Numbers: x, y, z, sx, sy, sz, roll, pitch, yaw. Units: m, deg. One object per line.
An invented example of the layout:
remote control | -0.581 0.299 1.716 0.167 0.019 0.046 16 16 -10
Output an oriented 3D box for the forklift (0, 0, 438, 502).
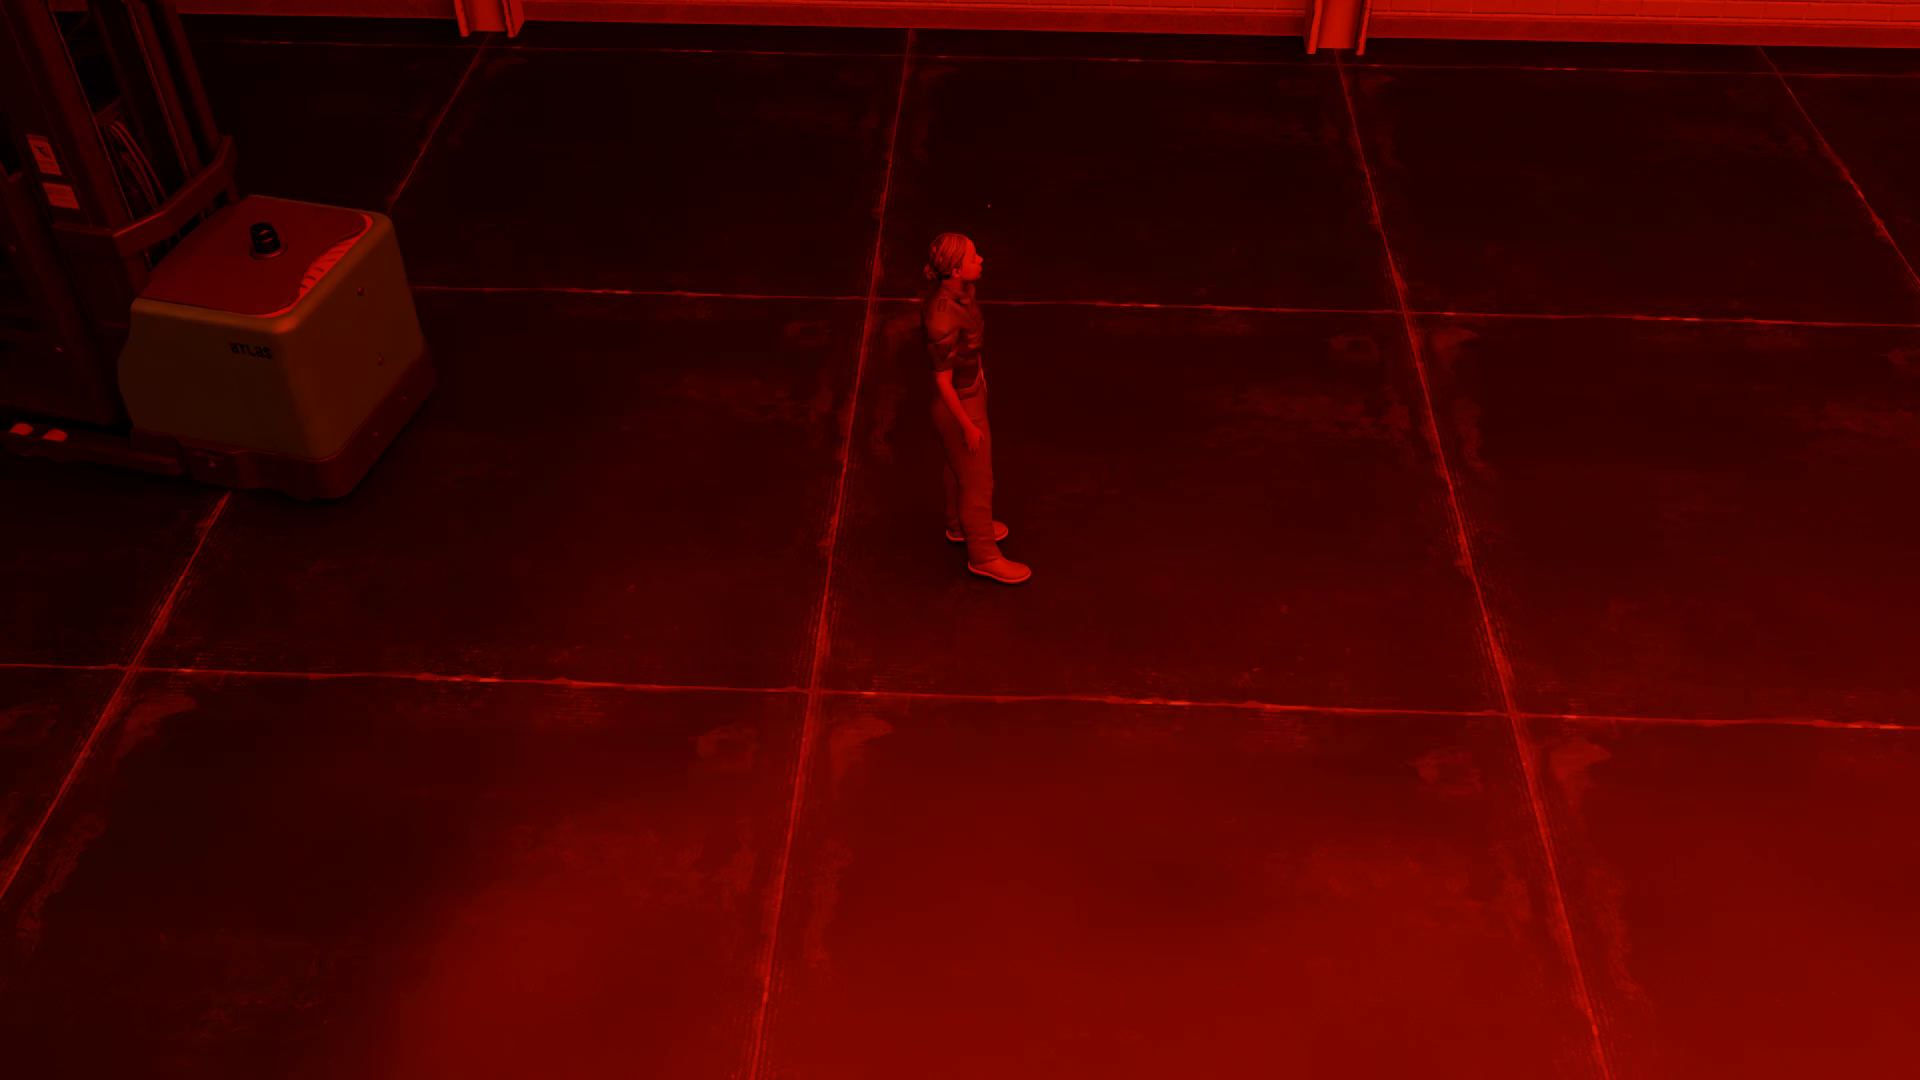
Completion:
forklift | -4.308 -1.806 7.721 3.031 2.935 1.130 10 43 11

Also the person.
person | 0.086 -0.600 7.336 0.504 1.654 0.569 2 42 2
